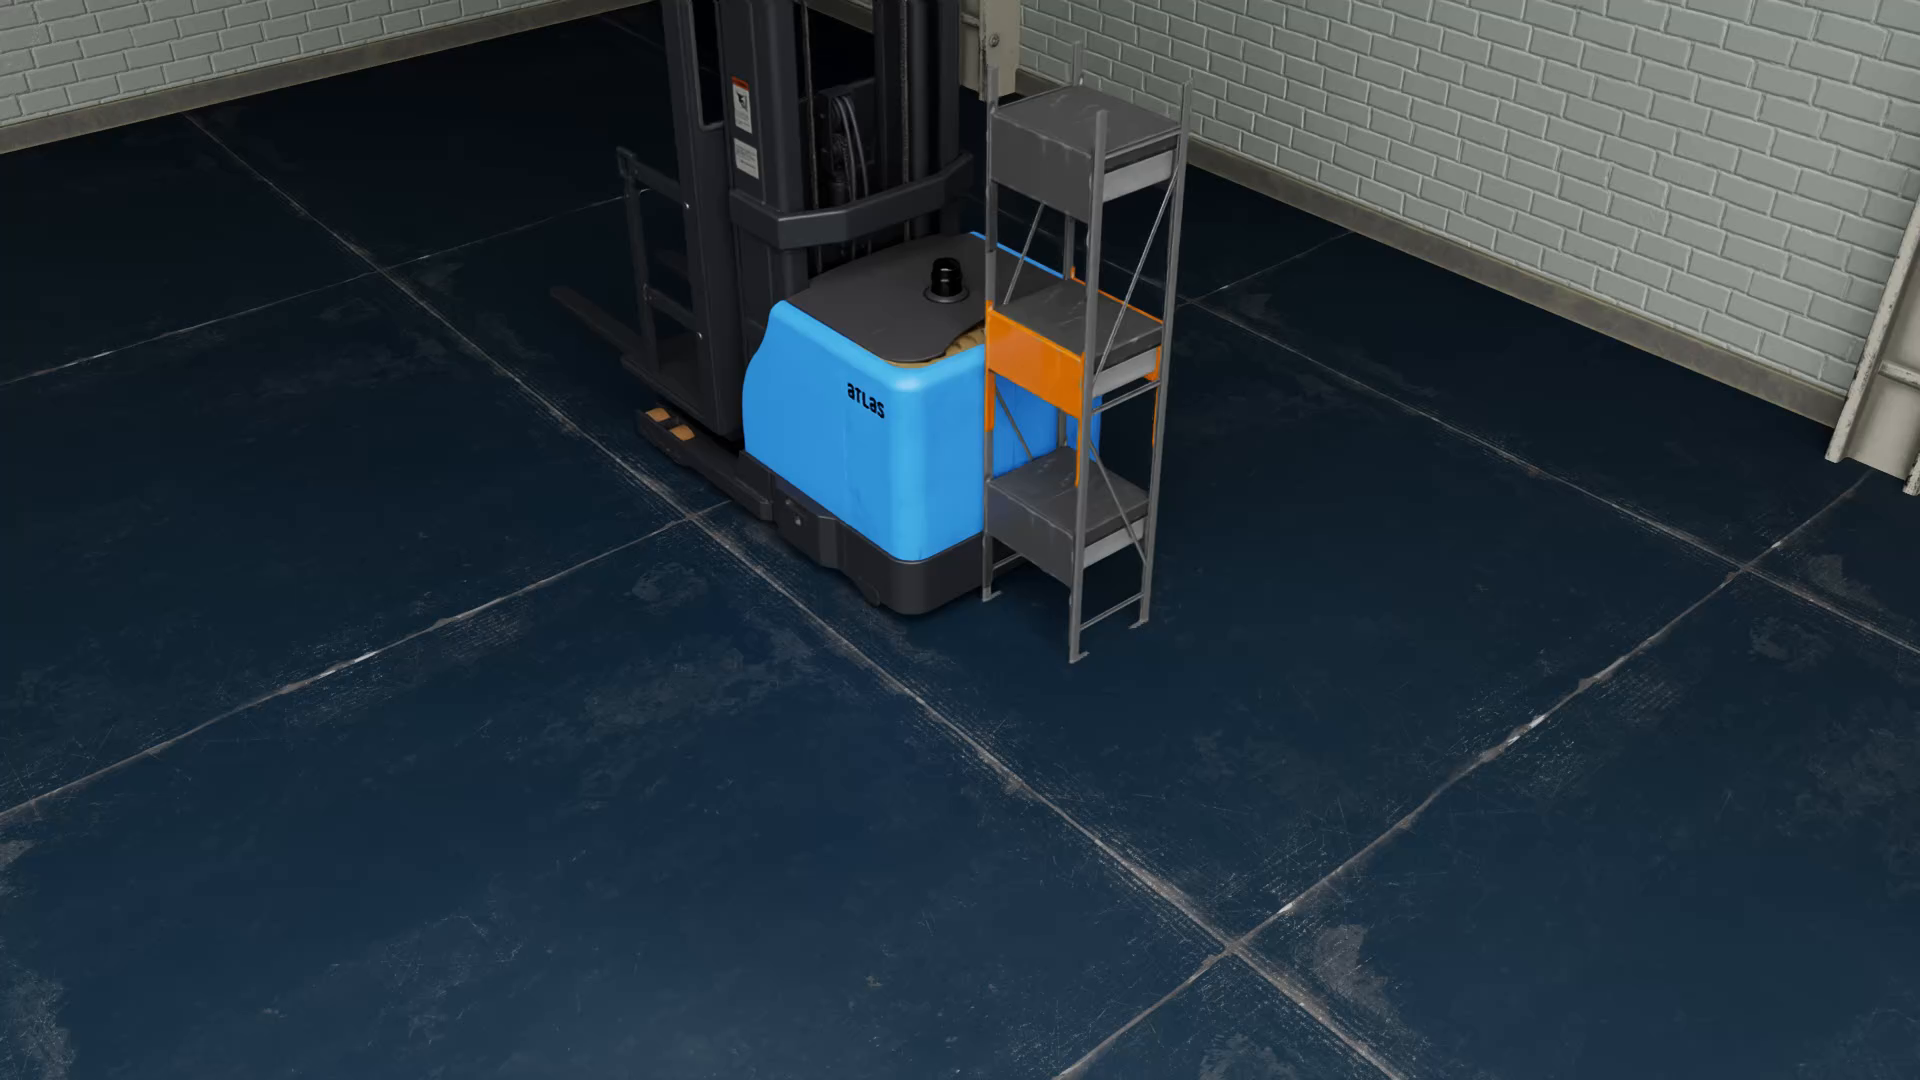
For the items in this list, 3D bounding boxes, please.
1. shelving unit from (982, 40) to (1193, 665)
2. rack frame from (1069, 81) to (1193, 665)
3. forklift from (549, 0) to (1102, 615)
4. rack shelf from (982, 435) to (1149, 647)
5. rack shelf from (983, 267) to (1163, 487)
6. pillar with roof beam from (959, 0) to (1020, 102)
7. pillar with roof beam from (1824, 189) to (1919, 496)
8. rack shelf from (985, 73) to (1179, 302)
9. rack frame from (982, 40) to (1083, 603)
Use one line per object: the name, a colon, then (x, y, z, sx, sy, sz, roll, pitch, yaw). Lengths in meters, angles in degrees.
shelving unit: (0.400, -0.584, 5.758, 0.431, 2.100, 0.503, -26, 43, -32)
rack frame: (0.558, -0.477, 5.606, 0.400, 2.100, 0.015, -26, 43, -32)
forklift: (-0.770, -1.694, 6.606, 1.130, 2.935, 3.031, -26, 43, -32)
rack shelf: (0.400, -0.002, 6.171, 0.431, 0.518, 0.480, -26, 43, -32)
rack shelf: (0.400, -0.573, 5.766, 0.431, 0.518, 0.480, -26, 43, -32)
pillar with roof beam: (-3.146, -5.045, 6.087, 9.100, 9.000, 0.400, -26, 43, -32)
pillar with roof beam: (0.726, -2.396, 2.347, 9.100, 9.000, 0.400, -26, 43, -32)
rack shelf: (0.400, -1.144, 5.361, 0.431, 0.518, 0.480, -26, 43, -32)
rack frame: (0.242, -0.692, 5.910, 0.400, 2.100, 0.015, -26, 43, -32)
